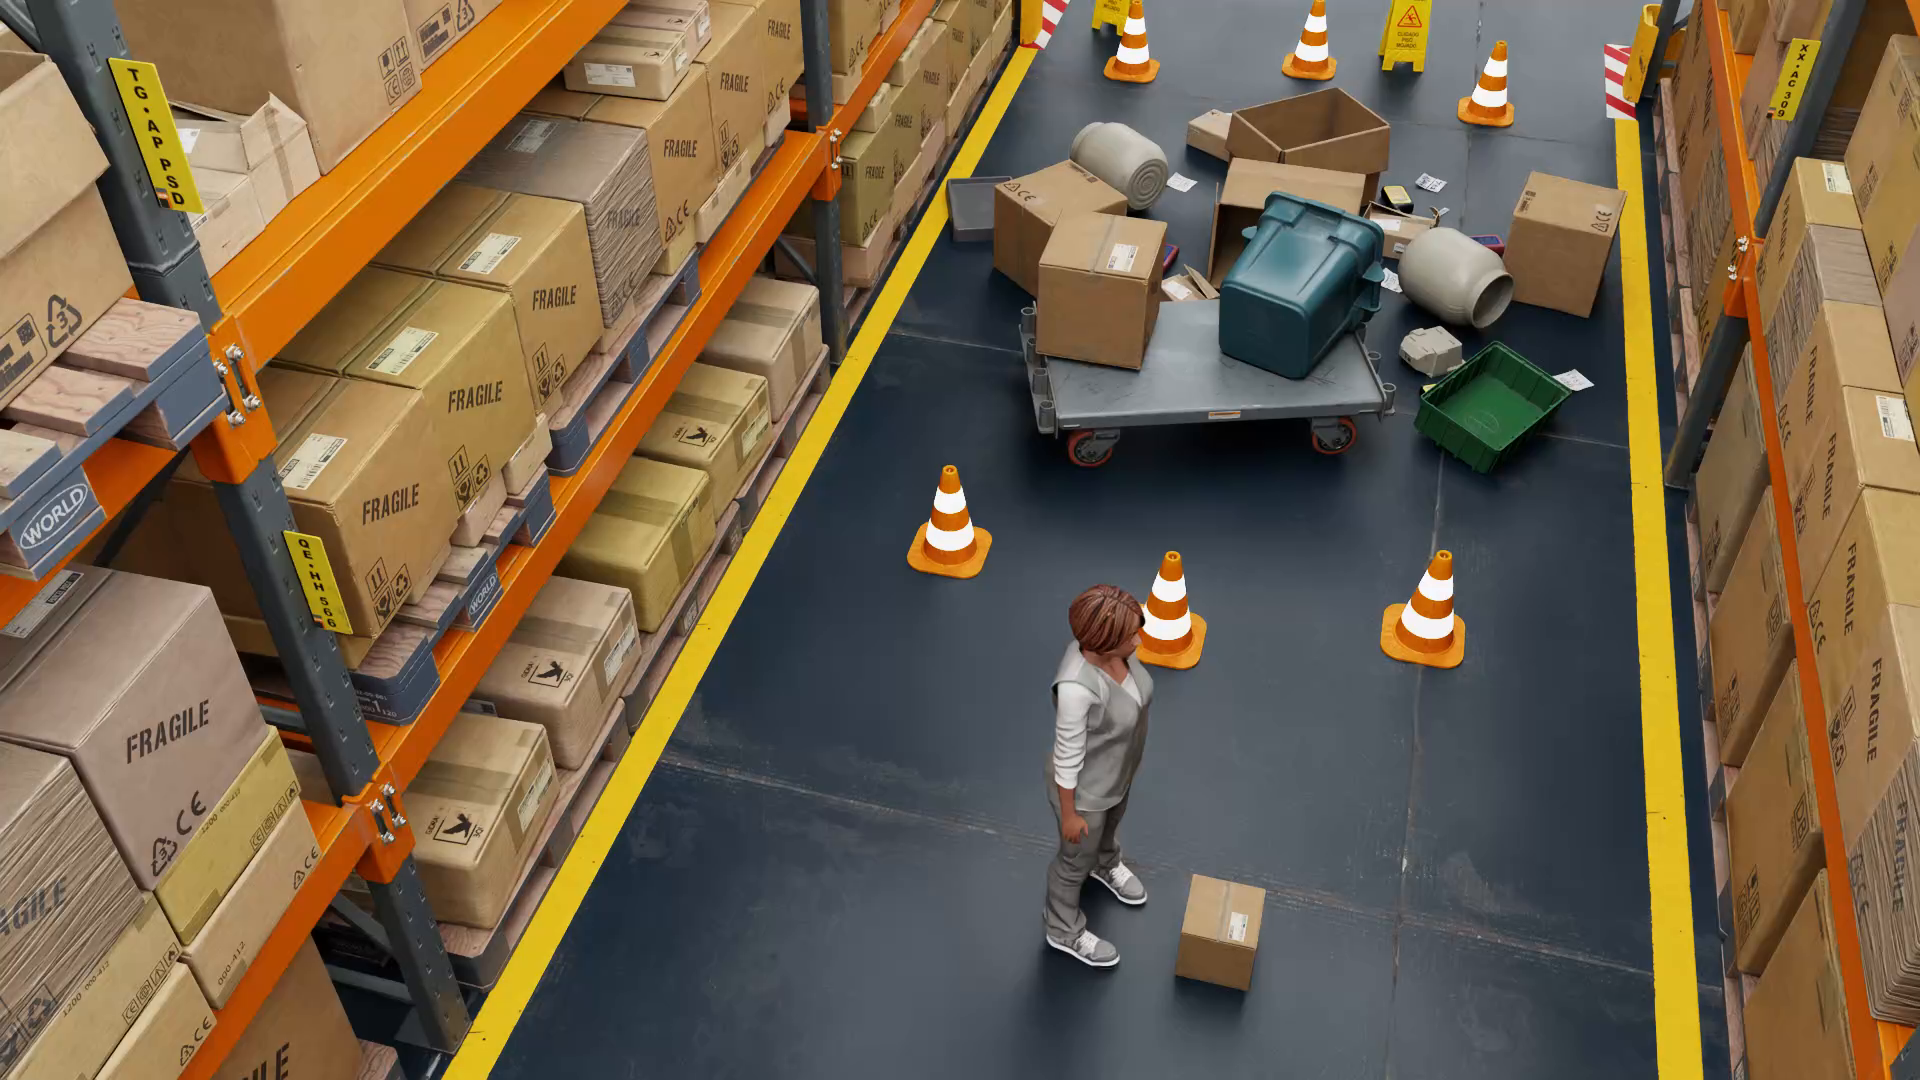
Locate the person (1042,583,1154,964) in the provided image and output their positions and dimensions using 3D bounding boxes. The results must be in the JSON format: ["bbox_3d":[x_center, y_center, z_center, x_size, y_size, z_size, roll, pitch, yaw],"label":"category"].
[{"bbox_3d":[0.449,0.737,5.327,0.332,1.603,0.499,17,44,18],"label":"person"}]
